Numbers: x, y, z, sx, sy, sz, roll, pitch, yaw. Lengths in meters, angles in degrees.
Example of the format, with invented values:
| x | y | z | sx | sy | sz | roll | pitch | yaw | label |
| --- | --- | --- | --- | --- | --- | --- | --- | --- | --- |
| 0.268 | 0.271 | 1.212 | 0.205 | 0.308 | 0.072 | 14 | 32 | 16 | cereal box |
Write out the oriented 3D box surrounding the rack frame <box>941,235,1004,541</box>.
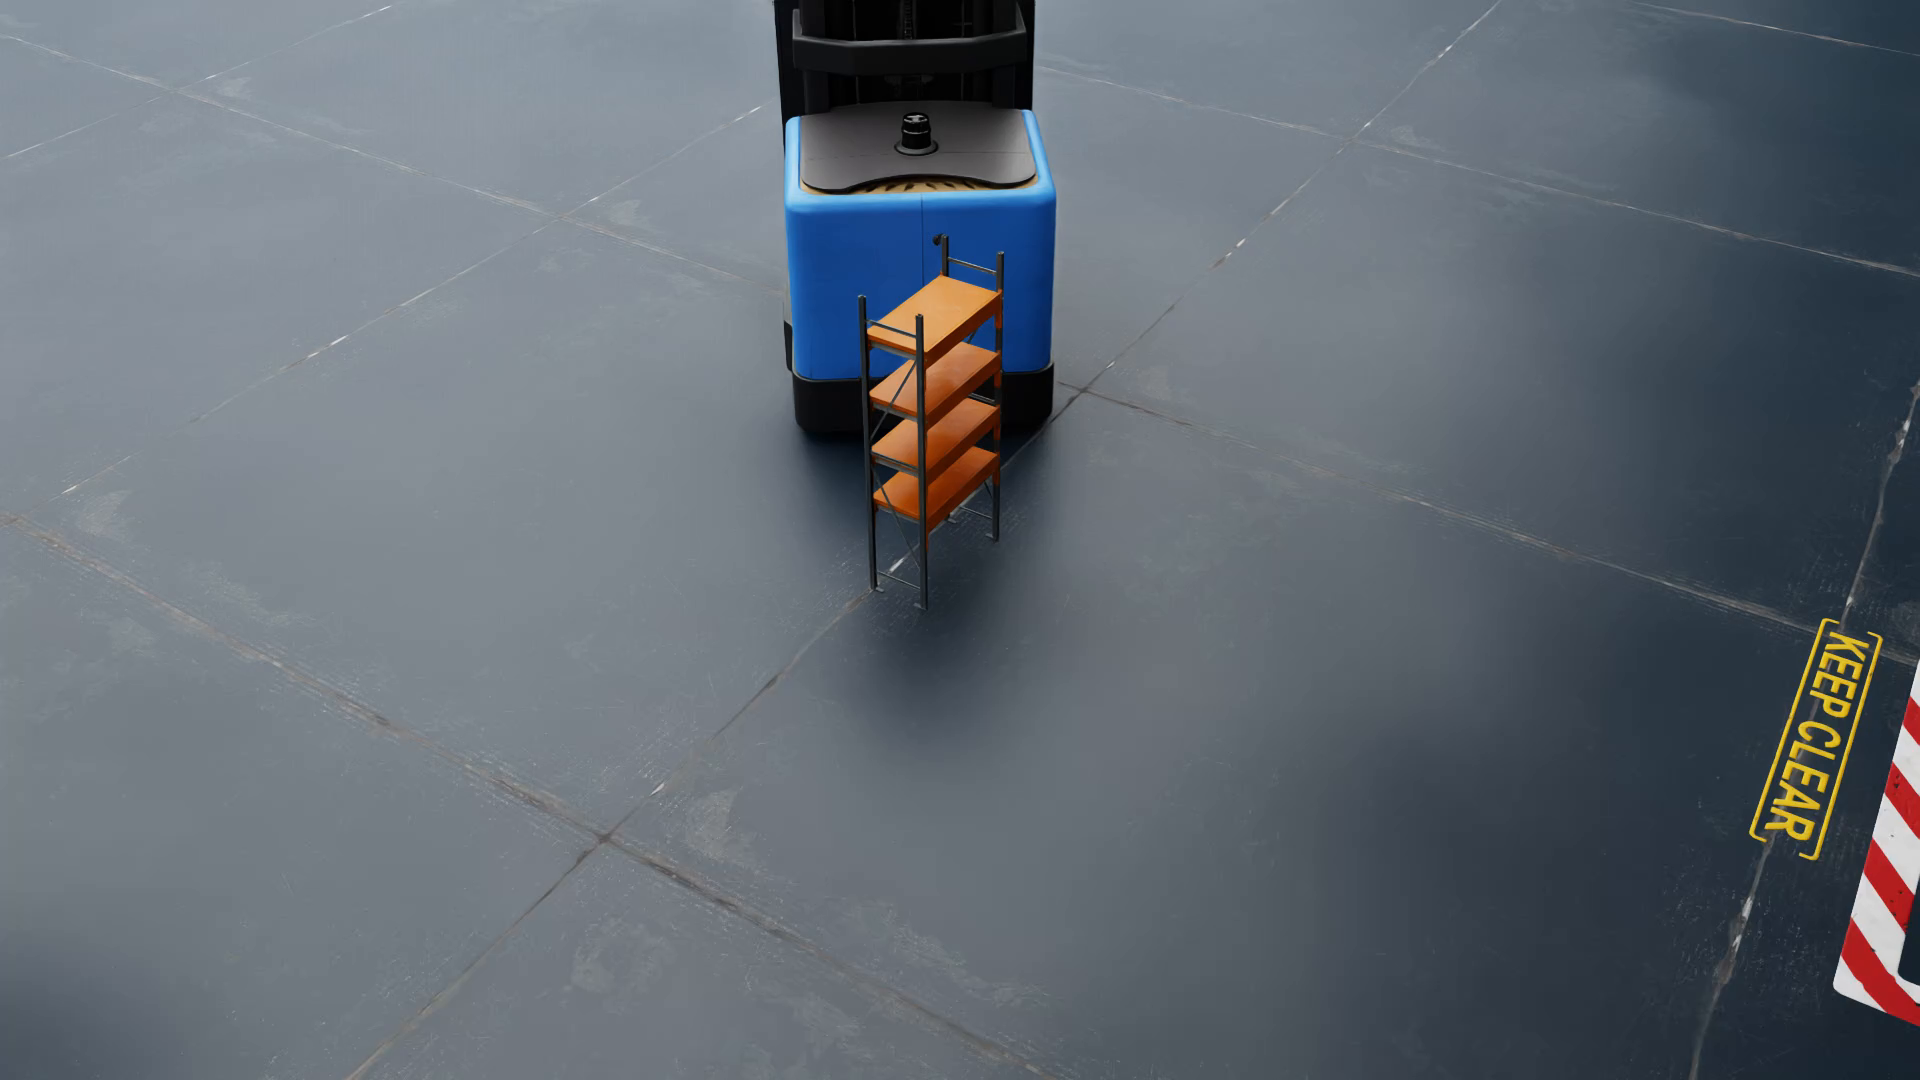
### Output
| x | y | z | sx | sy | sz | roll | pitch | yaw | label |
| --- | --- | --- | --- | --- | --- | --- | --- | --- | --- |
| 0.042 | -0.516 | 5.936 | 0.240 | 1.200 | 0.015 | 21 | 42 | 25 | rack frame |

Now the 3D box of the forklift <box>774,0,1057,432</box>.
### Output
| x | y | z | sx | sy | sz | roll | pitch | yaw | label |
| --- | --- | --- | --- | --- | --- | --- | --- | --- | --- |
| -0.250 | -2.479 | 7.064 | 1.130 | 2.935 | 3.031 | -3 | 38 | -3 | forklift |

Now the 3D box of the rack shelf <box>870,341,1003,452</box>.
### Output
| x | y | z | sx | sy | sz | roll | pitch | yaw | label |
| --- | --- | --- | --- | --- | --- | --- | --- | --- | --- |
| -0.089 | -0.514 | 5.677 | 0.258 | 0.148 | 0.480 | 21 | 42 | 25 | rack shelf |

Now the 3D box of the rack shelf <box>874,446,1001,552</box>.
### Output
| x | y | z | sx | sy | sz | roll | pitch | yaw | label |
| --- | --- | --- | --- | --- | --- | --- | --- | --- | --- |
| -0.089 | -0.179 | 5.935 | 0.258 | 0.148 | 0.480 | 21 | 42 | 25 | rack shelf |

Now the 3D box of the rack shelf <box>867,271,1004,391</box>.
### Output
| x | y | z | sx | sy | sz | roll | pitch | yaw | label |
| --- | --- | --- | --- | --- | --- | --- | --- | --- | --- |
| -0.089 | -0.701 | 5.533 | 0.258 | 0.148 | 0.480 | 21 | 42 | 25 | rack shelf |

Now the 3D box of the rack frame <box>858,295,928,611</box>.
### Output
| x | y | z | sx | sy | sz | roll | pitch | yaw | label |
| --- | --- | --- | --- | --- | --- | --- | --- | --- | --- |
| -0.219 | -0.264 | 5.610 | 0.240 | 1.200 | 0.015 | 21 | 42 | 25 | rack frame |

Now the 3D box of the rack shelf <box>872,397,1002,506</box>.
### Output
| x | y | z | sx | sy | sz | roll | pitch | yaw | label |
| --- | --- | --- | --- | --- | --- | --- | --- | --- | --- |
| -0.089 | -0.337 | 5.814 | 0.258 | 0.148 | 0.480 | 21 | 42 | 25 | rack shelf |

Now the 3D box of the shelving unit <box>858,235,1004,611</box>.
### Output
| x | y | z | sx | sy | sz | roll | pitch | yaw | label |
| --- | --- | --- | --- | --- | --- | --- | --- | --- | --- |
| -0.089 | -0.390 | 5.773 | 0.258 | 1.200 | 0.503 | 21 | 42 | 25 | shelving unit |
